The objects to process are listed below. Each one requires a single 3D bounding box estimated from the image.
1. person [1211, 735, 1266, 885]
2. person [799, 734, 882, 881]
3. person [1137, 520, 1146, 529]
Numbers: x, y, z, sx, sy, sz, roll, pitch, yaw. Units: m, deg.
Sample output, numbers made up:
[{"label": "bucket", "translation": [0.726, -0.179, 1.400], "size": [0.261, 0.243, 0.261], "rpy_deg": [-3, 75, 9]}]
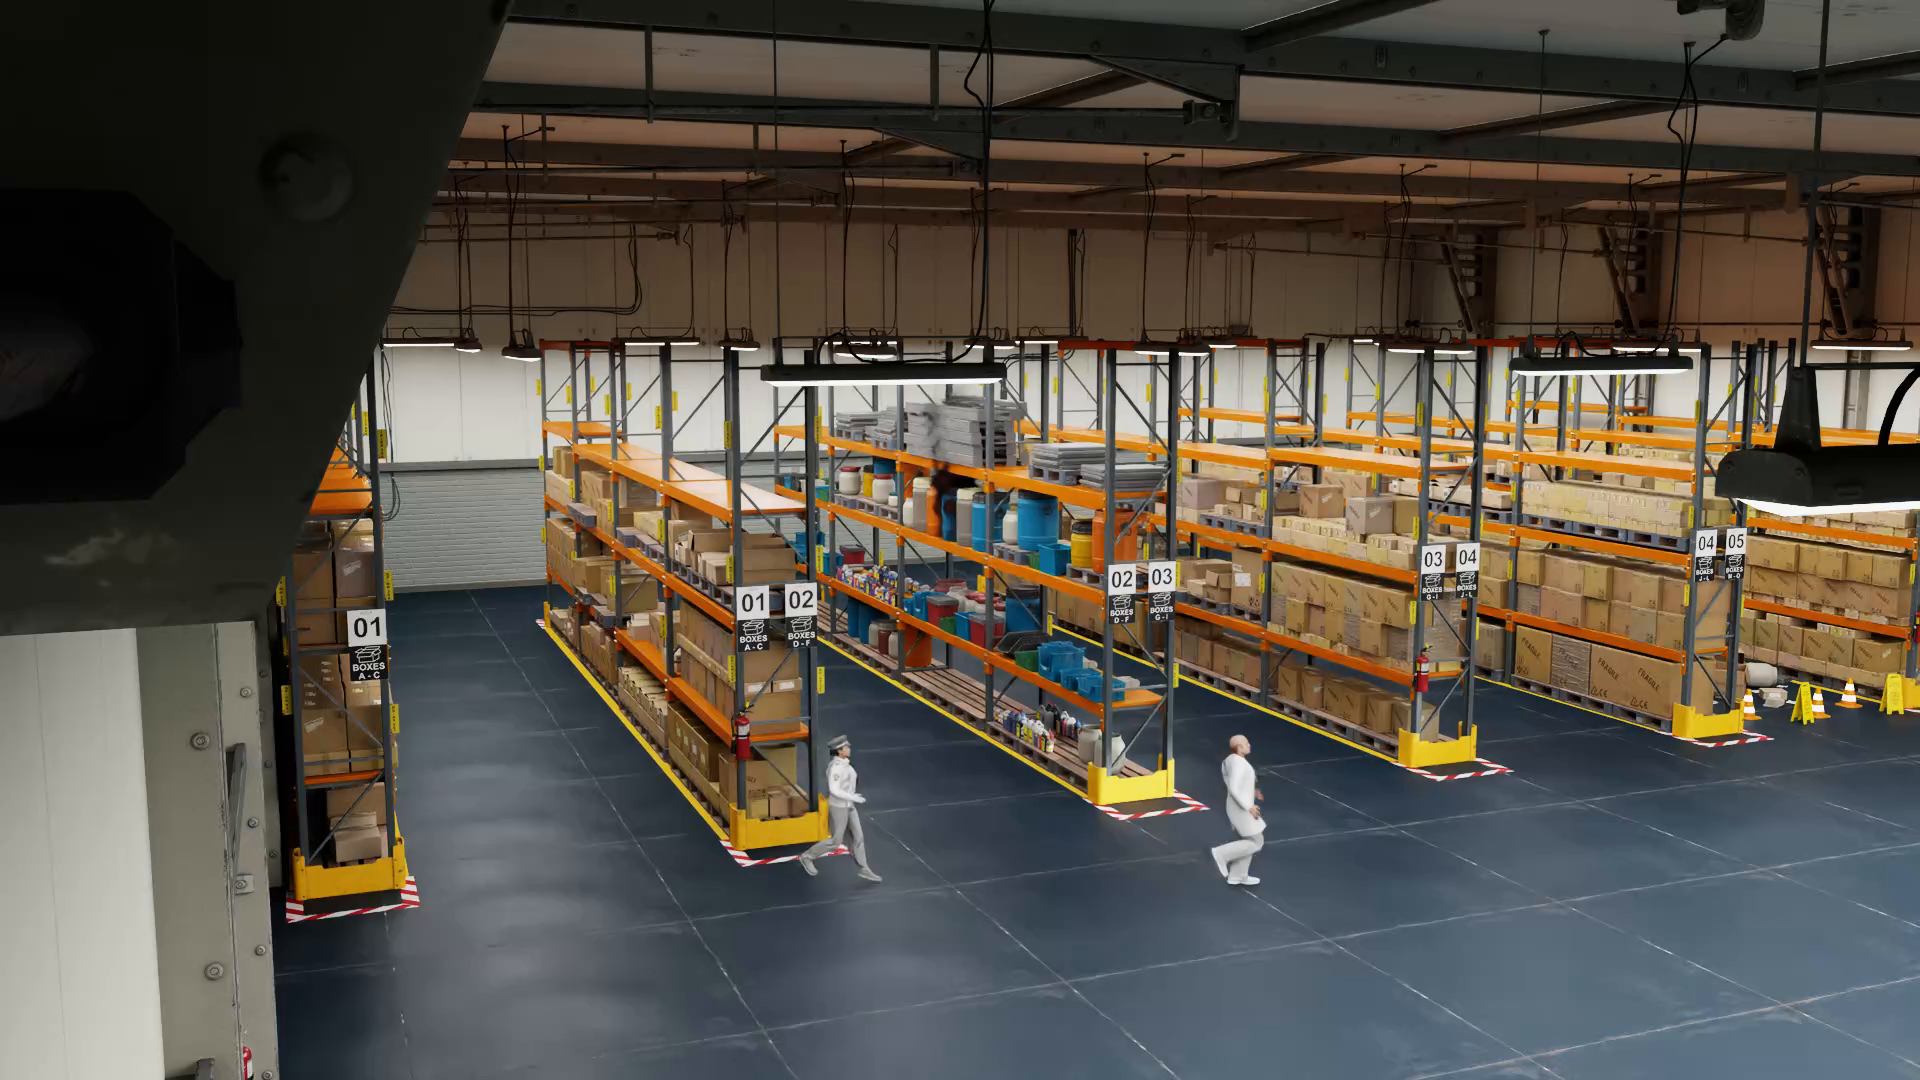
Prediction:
[{"label": "person", "translation": [3.140, 3.088, 18.765], "size": [0.638, 1.651, 0.709], "rpy_deg": [0, 7, -2]}, {"label": "person", "translation": [-1.353, 3.042, 18.923], "size": [0.951, 1.684, 0.655], "rpy_deg": [1, 7, 7]}, {"label": "person", "translation": [4.198, 0.305, 39.471], "size": [0.694, 1.775, 0.903], "rpy_deg": [0, 7, 4]}]
